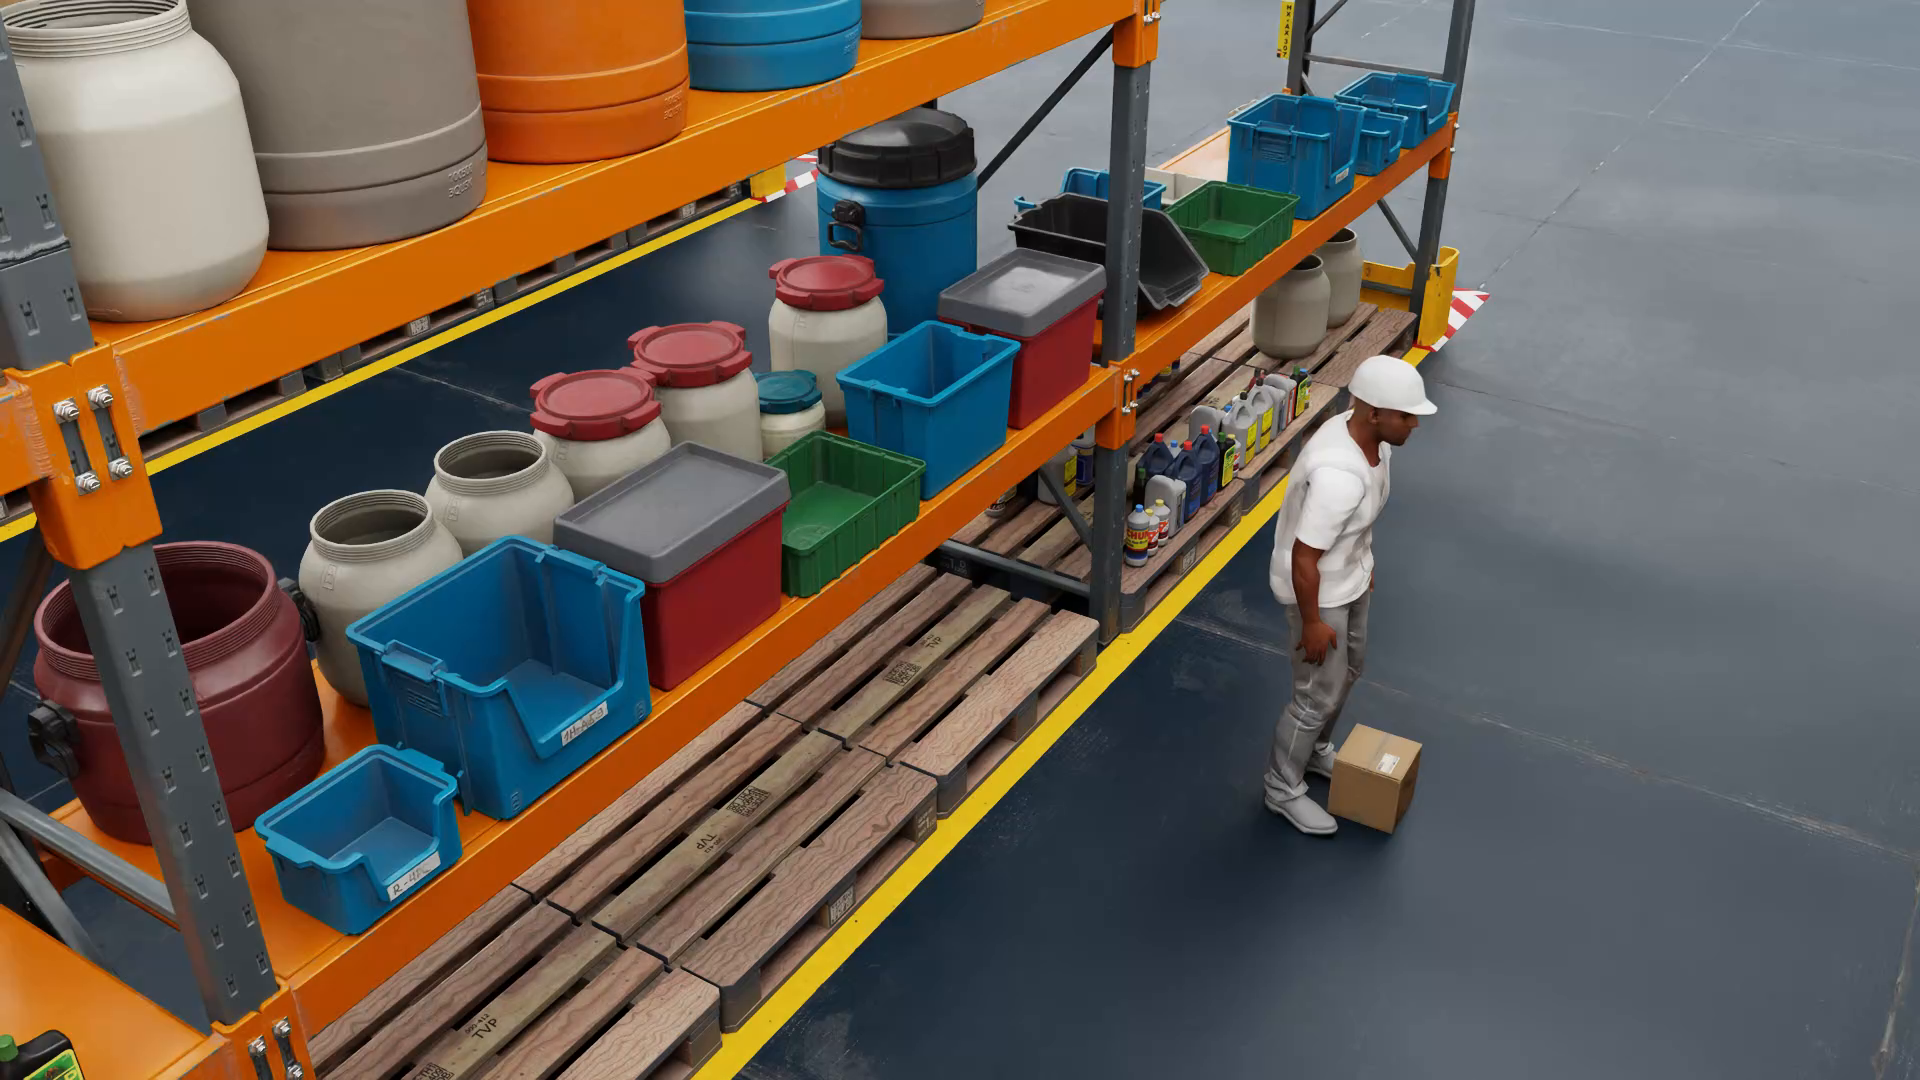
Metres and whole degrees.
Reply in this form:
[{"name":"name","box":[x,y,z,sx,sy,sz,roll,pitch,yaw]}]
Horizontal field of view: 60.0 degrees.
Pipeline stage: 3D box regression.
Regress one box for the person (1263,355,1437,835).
[{"name":"person","box":[1.326,0.168,5.828,0.463,1.759,0.626,16,34,25]}]
